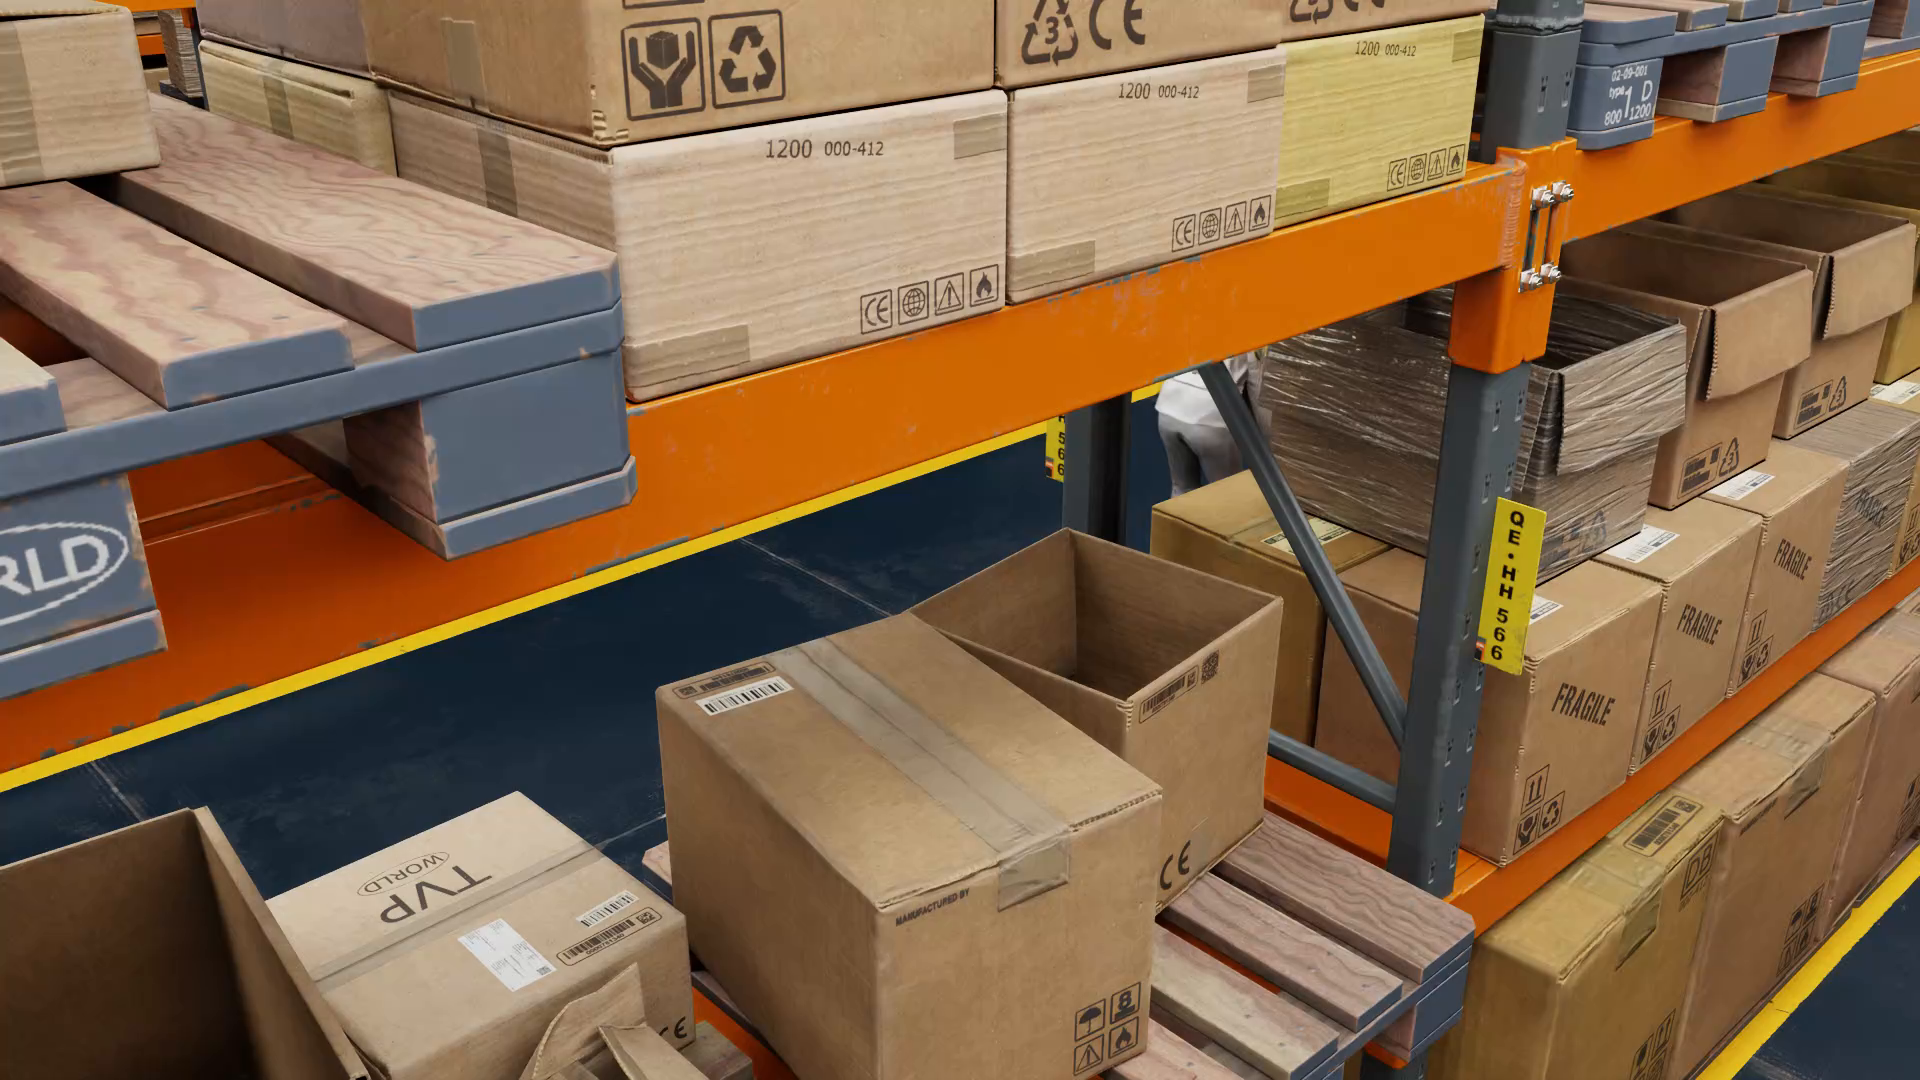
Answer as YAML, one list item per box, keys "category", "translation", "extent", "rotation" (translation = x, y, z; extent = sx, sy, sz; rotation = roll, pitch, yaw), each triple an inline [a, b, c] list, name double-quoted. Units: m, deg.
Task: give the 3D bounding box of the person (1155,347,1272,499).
- category: "person"
  translation: [1.104, -0.519, 7.292]
  extent: [0.555, 1.632, 0.413]
  rotation: [-22, 32, -39]
